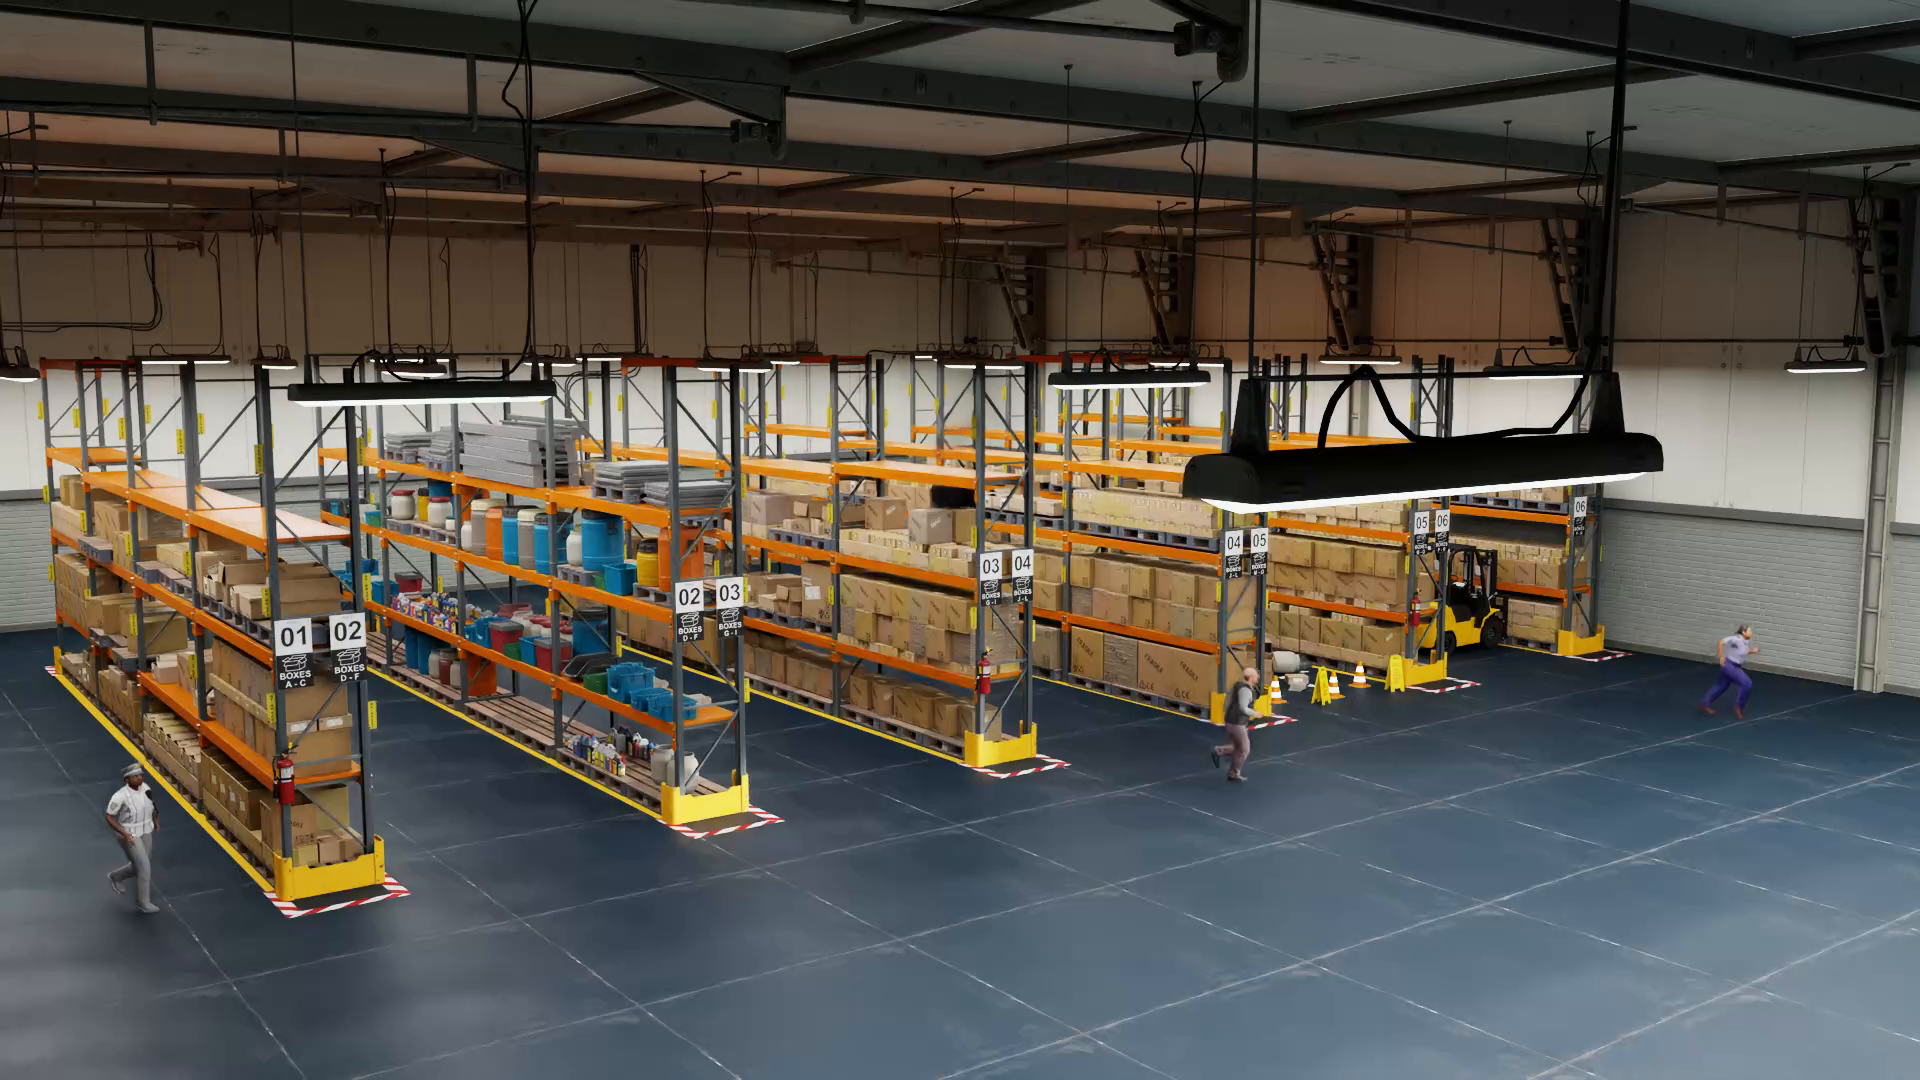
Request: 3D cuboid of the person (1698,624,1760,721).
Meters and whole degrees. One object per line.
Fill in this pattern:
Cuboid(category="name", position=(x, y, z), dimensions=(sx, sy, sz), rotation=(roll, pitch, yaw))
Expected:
Cuboid(category="person", position=(12.904, 2.196, 27.900), dimensions=(0.903, 1.635, 0.584), rotation=(4, 8, 31))

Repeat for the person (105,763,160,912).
Cuboid(category="person", position=(-9.256, 3.299, 18.528), dimensions=(0.699, 1.701, 0.550), rotation=(3, 7, 21))

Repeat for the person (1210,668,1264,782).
Cuboid(category="person", position=(3.979, 2.655, 23.885), dimensions=(0.746, 1.665, 0.646), rotation=(1, 7, 5))
